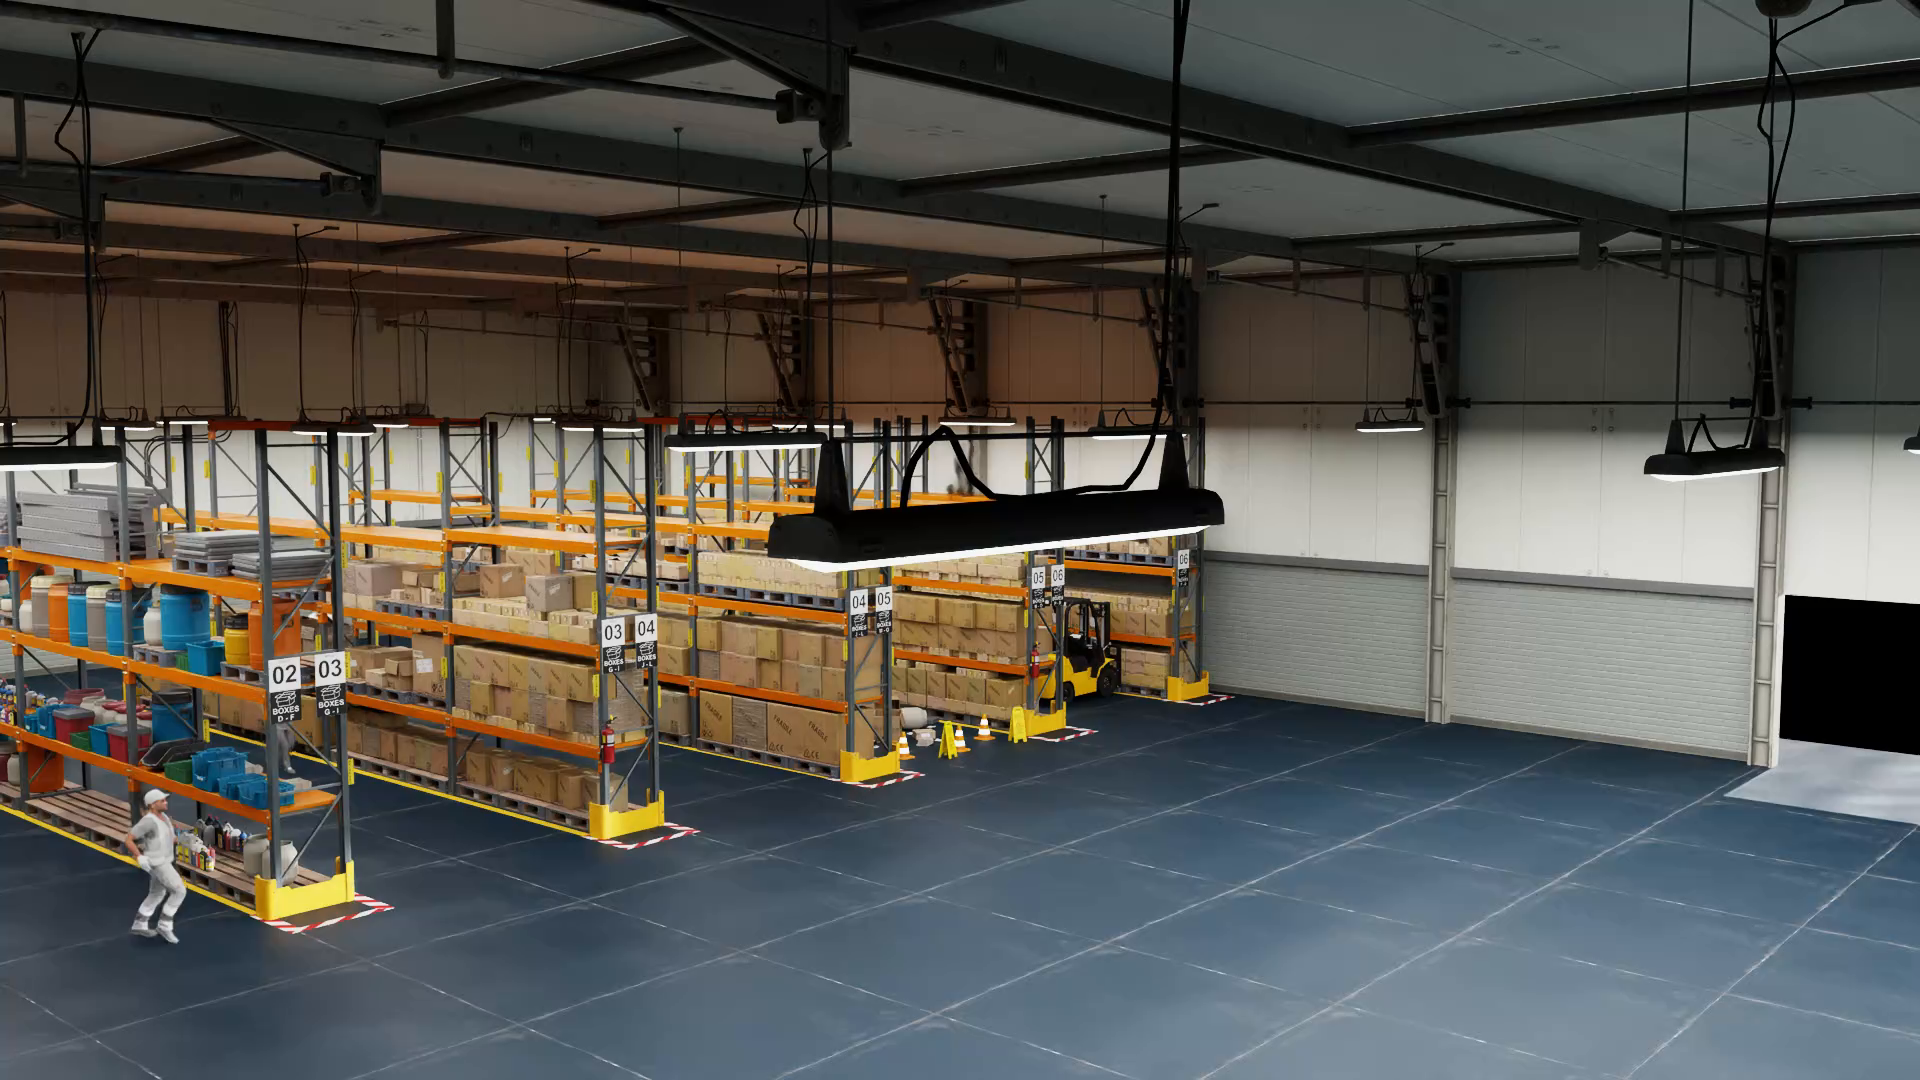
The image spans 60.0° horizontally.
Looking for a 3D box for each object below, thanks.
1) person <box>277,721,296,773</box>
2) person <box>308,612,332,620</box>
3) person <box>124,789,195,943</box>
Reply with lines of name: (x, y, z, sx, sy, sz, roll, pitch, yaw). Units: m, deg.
person: (-11.539, 3.220, 28.396, 0.690, 1.541, 0.506, 4, 6, 42)
person: (-14.824, 2.283, 38.475, 0.709, 1.707, 0.544, -1, 5, -13)
person: (-9.356, 3.821, 19.472, 0.746, 1.818, 0.652, -1, 5, -12)
